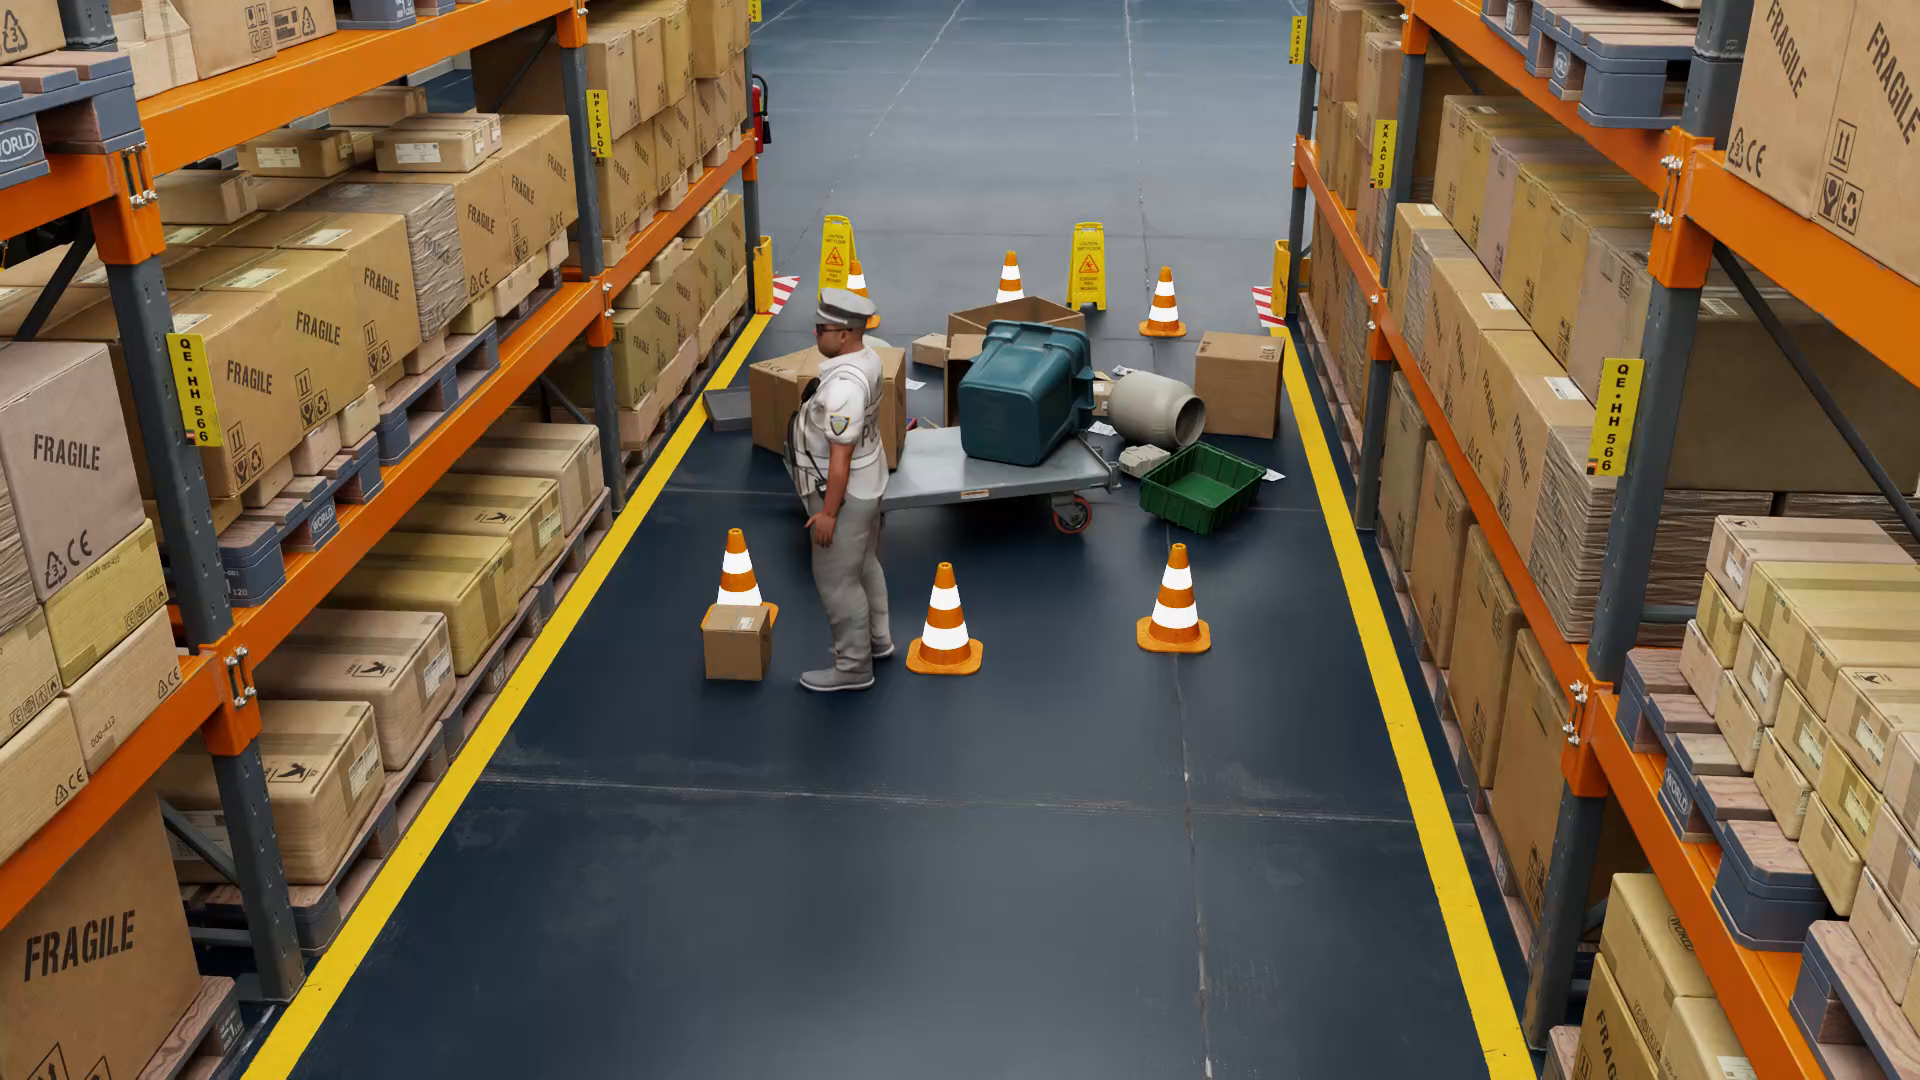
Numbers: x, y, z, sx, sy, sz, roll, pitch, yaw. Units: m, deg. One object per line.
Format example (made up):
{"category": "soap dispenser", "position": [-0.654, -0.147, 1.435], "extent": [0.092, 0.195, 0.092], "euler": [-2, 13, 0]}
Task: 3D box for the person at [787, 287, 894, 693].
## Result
{"category": "person", "position": [-0.504, -0.192, 7.050], "extent": [0.394, 1.805, 0.542], "euler": [2, 24, 5]}
